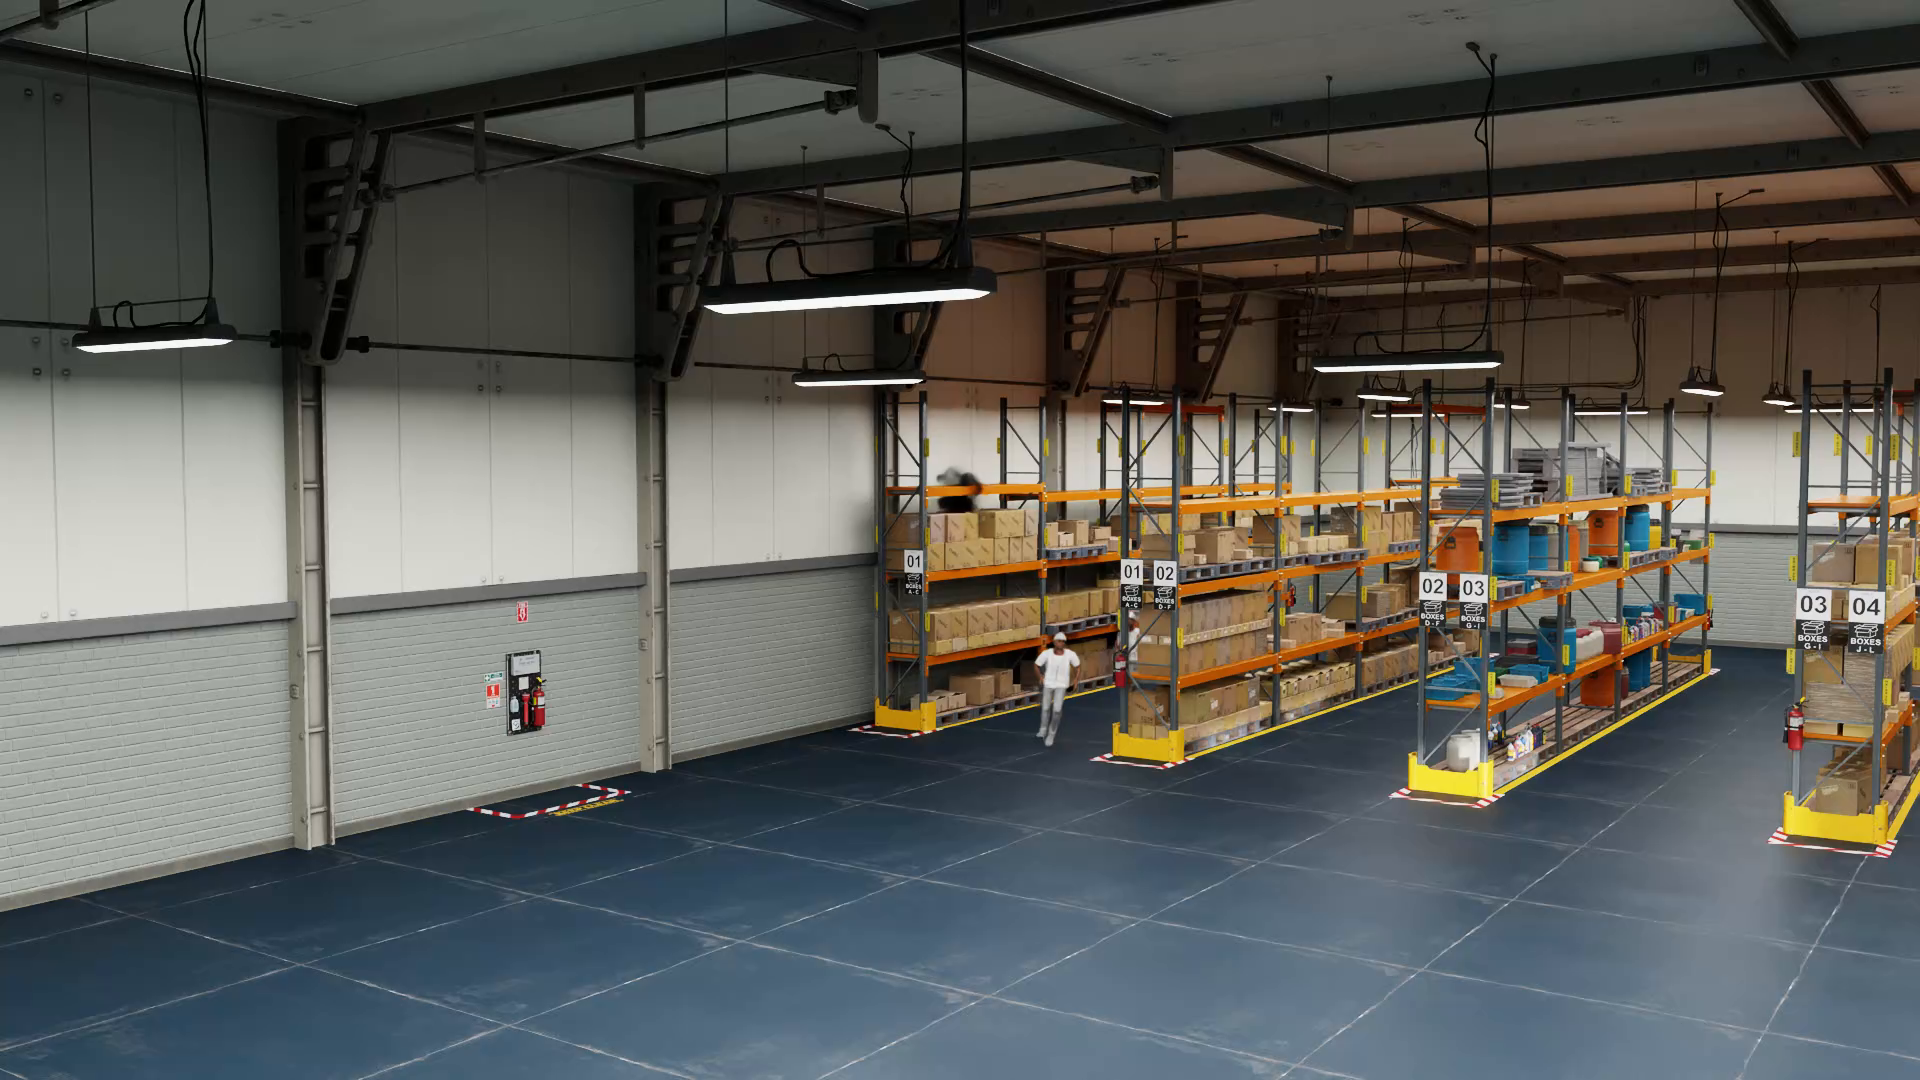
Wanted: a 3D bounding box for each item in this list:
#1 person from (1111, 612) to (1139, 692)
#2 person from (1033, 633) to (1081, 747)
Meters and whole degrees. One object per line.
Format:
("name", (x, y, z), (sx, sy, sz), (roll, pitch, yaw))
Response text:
("person", (3.015, 2.181, 29.953), (0.681, 1.766, 0.624), (2, 4, 30))
("person", (1.555, 2.399, 26.814), (0.765, 1.820, 0.631), (0, 3, 9))
